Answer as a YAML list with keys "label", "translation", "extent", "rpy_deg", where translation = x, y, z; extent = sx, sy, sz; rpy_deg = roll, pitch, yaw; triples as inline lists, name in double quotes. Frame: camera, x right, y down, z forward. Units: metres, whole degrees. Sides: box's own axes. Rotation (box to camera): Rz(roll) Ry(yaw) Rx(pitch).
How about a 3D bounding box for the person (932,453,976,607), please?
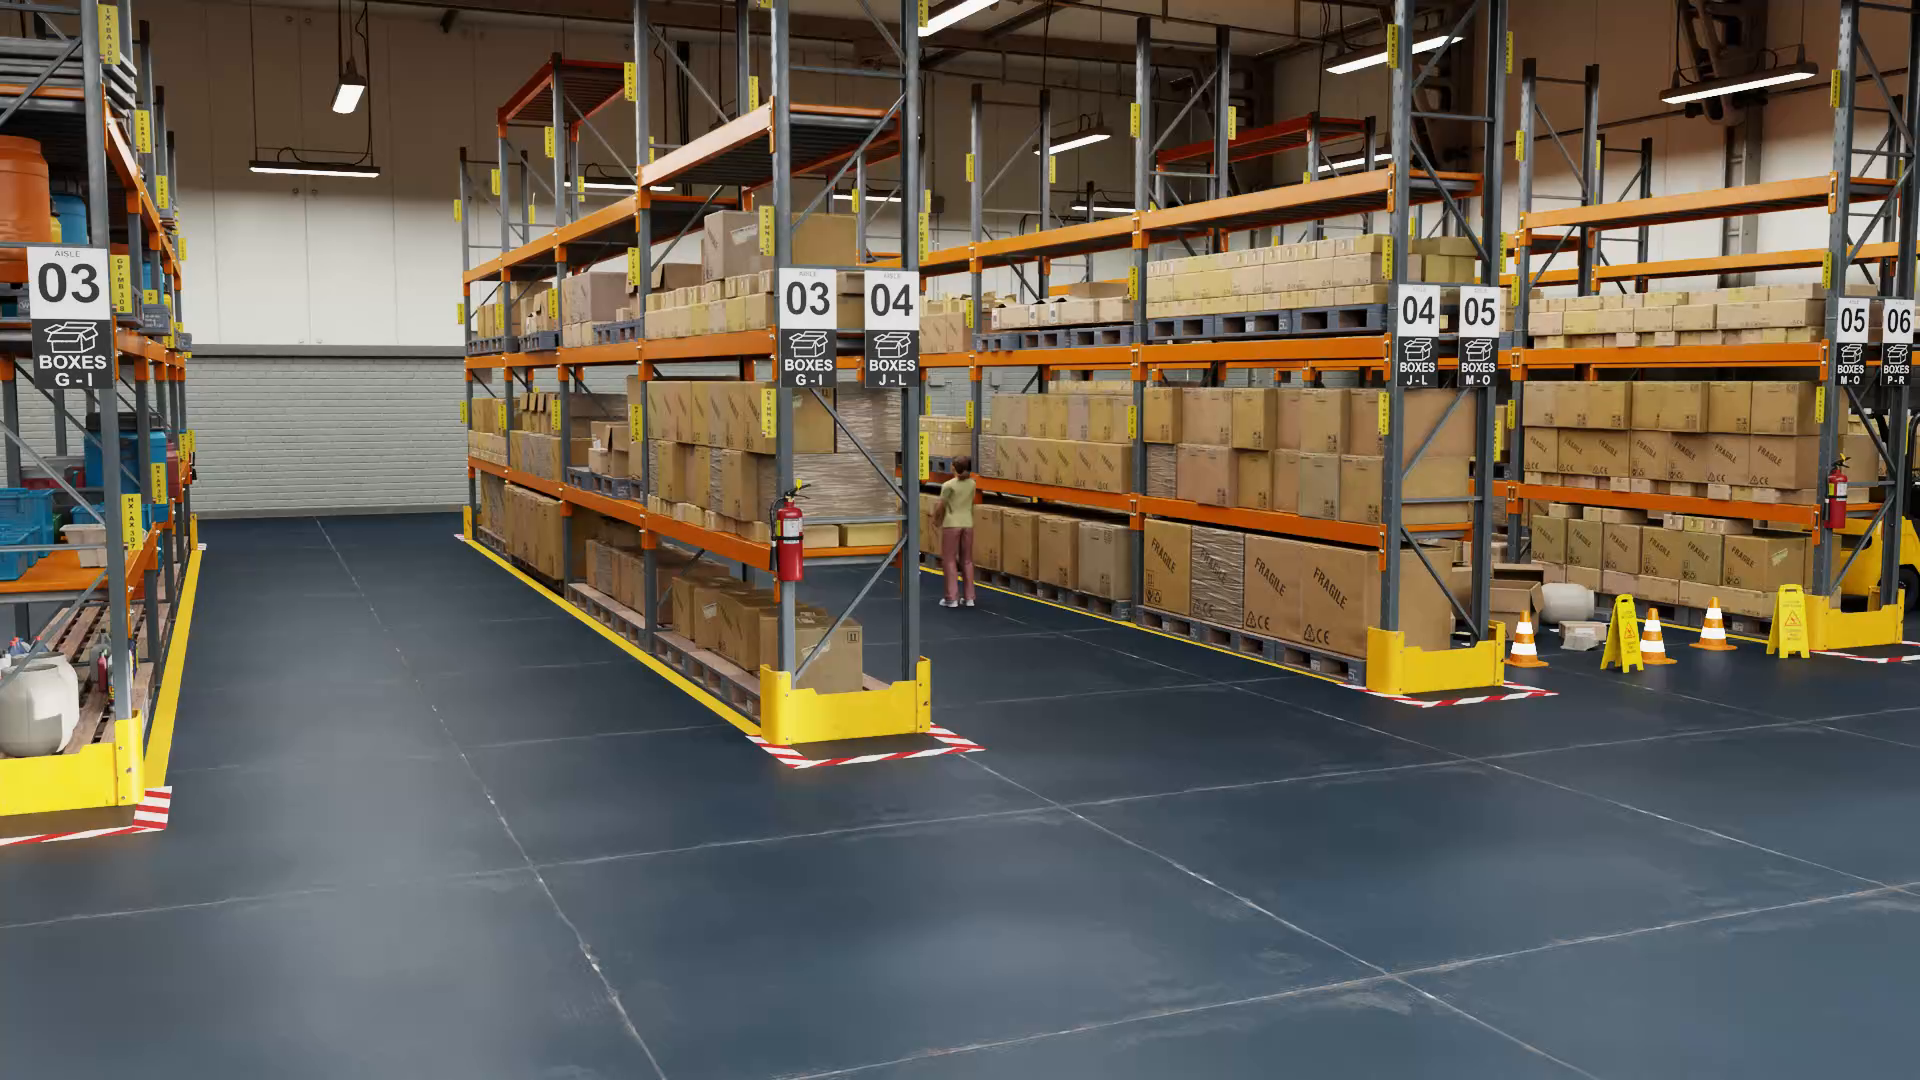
- label: "person"
  translation: [-0.069, -0.113, 18.153]
  extent: [0.441, 1.673, 0.543]
  rpy_deg: [-3, 6, -31]
